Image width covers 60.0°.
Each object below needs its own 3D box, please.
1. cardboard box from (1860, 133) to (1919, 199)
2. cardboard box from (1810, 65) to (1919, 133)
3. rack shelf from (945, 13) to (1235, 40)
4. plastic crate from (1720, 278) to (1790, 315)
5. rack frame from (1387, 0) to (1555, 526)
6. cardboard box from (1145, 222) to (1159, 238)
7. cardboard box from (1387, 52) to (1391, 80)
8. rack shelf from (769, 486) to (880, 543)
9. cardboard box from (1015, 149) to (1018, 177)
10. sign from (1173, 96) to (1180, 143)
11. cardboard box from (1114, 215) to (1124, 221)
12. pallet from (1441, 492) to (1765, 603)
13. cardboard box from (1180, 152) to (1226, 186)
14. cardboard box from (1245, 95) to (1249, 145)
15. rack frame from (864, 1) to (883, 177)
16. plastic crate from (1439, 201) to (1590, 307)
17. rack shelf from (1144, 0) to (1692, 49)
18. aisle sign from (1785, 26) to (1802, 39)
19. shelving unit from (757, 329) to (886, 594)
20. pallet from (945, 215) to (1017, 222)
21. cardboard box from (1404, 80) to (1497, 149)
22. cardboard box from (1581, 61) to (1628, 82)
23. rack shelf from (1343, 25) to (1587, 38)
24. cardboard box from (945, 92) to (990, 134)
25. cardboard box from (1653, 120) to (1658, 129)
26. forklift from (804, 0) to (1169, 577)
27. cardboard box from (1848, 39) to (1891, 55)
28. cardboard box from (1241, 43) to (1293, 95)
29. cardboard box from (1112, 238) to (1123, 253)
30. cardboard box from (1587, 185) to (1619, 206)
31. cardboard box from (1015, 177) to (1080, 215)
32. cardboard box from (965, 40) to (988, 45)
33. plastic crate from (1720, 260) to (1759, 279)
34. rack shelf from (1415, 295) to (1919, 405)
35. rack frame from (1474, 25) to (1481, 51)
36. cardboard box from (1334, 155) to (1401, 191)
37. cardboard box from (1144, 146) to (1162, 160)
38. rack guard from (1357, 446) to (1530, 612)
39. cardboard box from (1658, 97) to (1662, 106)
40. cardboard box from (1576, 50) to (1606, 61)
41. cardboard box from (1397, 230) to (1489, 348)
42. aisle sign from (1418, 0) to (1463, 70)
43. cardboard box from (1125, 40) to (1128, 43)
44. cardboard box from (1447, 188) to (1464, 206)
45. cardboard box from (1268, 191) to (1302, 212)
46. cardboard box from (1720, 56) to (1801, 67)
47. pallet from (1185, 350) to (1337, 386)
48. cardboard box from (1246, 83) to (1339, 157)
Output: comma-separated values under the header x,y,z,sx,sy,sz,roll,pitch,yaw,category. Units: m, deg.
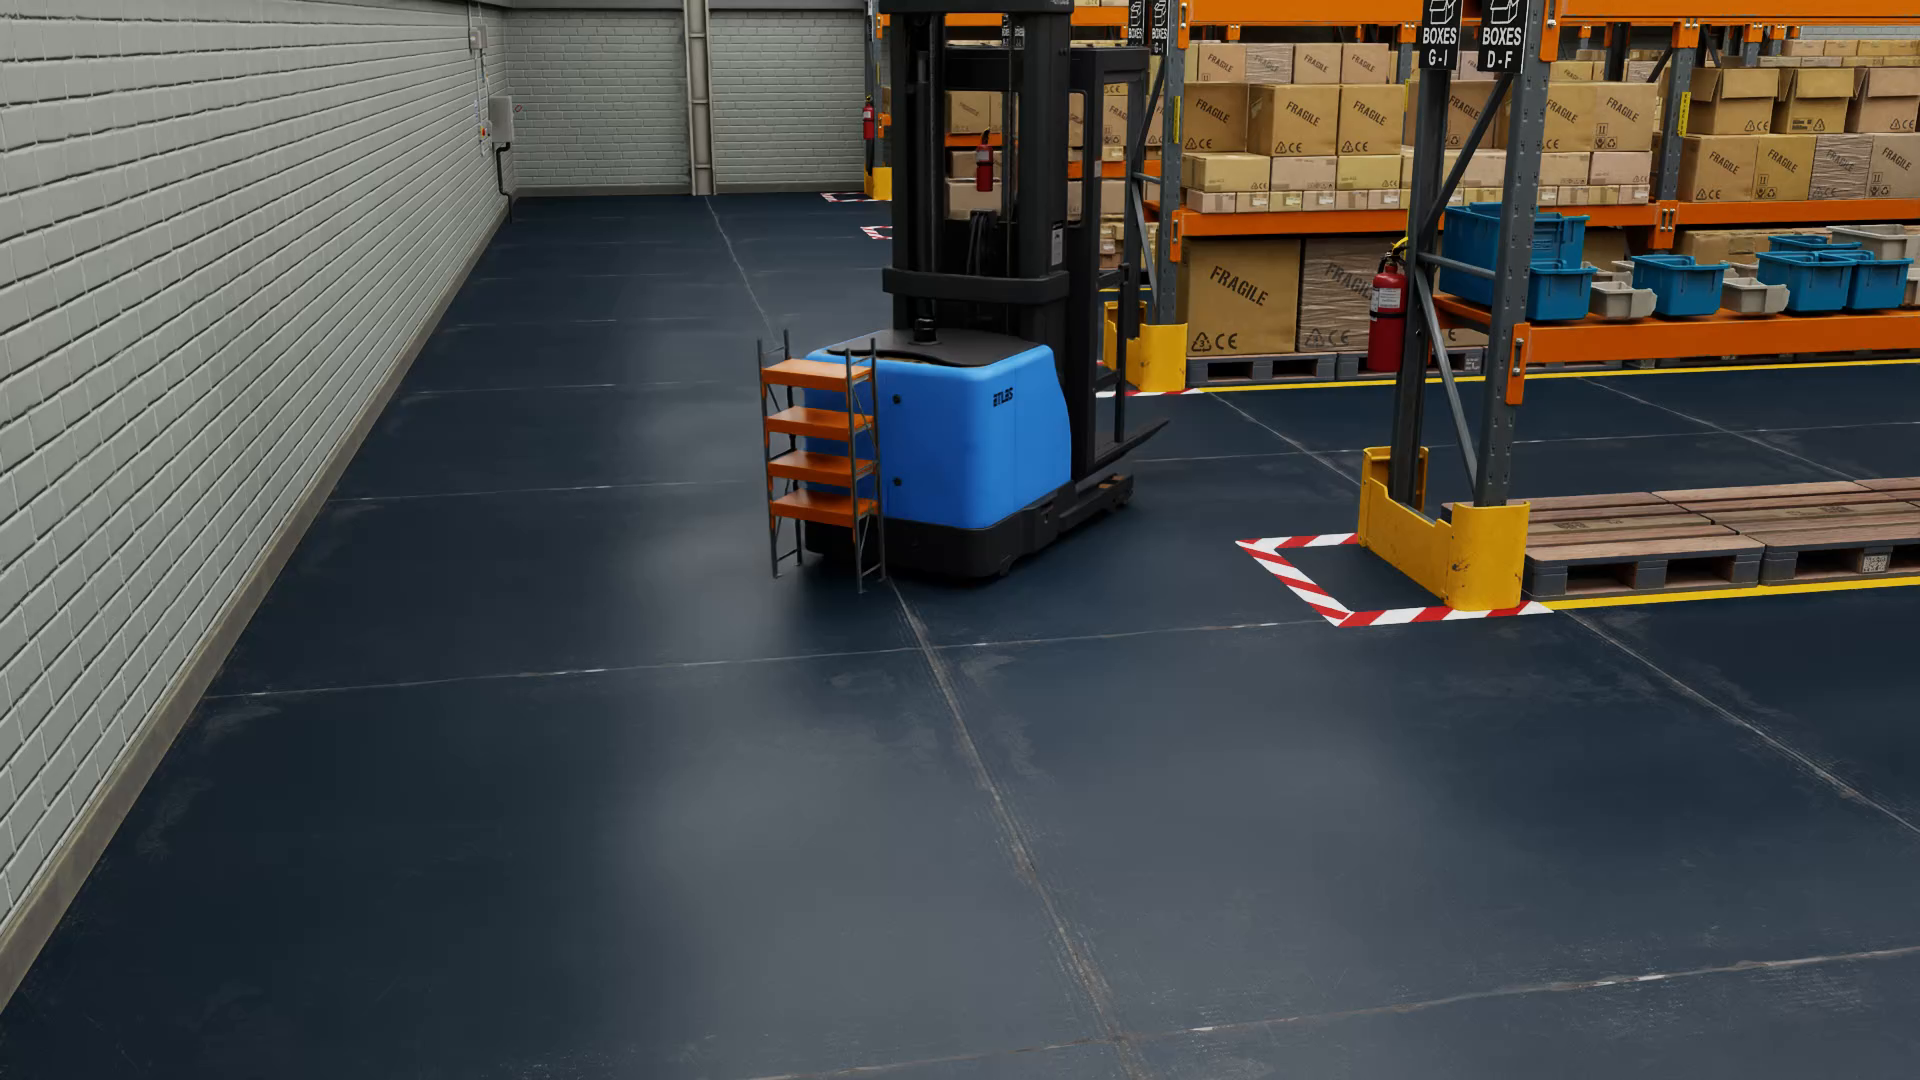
x,y,z,sx,sy,sz,roll,pitch,yaw,category
7.362,-3.019,13.361,0.500,0.500,0.500,-3,17,-9,cardboard box
7.281,-3.570,13.449,0.637,0.503,0.797,-3,17,-9,cardboard box
1.528,-6.767,21.850,4.000,0.370,1.077,-3,17,-10,rack shelf
3.685,-1.134,7.741,0.298,0.136,0.250,-3,17,-10,plastic crate
2.384,-1.281,7.872,0.127,3.000,1.000,-3,17,-10,rack frame
1.929,-3.262,17.451,0.250,0.149,0.380,-4,18,-13,cardboard box
5.472,-6.350,22.502,0.500,0.500,0.500,-4,17,-11,cardboard box
-0.651,-0.126,8.061,0.480,0.148,0.258,9,22,27,rack shelf
1.103,-6.103,27.114,0.500,0.500,0.700,-4,18,-13,cardboard box
1.544,-3.000,11.860,0.005,0.325,0.100,-3,17,-10,sign
1.828,-3.413,17.943,0.250,0.149,0.380,-4,18,-13,cardboard box
3.201,0.018,8.395,1.213,0.211,1.003,-3,17,-10,pallet
1.870,-2.882,12.836,0.500,0.250,0.500,-4,17,-11,cardboard box
3.110,-4.392,17.326,0.500,0.500,0.500,-3,17,-11,cardboard box
-1.381,-6.996,26.480,0.127,3.000,1.000,-3,17,-10,rack frame
2.677,-1.399,8.094,0.499,0.435,0.616,-3,17,-10,plastic crate
3.408,-3.910,12.549,4.000,0.370,1.077,-3,17,-10,rack shelf
14.449,-9.049,28.736,0.004,0.787,0.394,-3,17,-10,aisle sign
-0.658,-0.376,7.972,0.503,1.200,0.258,9,22,27,shelving unit
0.335,-4.299,22.450,1.213,0.211,1.003,-3,17,-10,pallet
3.858,-3.352,13.087,0.500,0.500,0.500,-4,17,-12,cardboard box
8.935,-6.422,23.221,0.500,0.500,0.500,-3,17,-10,cardboard box
8.437,-8.643,27.959,4.000,0.370,1.077,-3,17,-10,rack shelf
0.090,-5.557,21.625,0.500,0.500,0.500,-3,17,-11,cardboard box
7.318,-4.470,17.967,0.250,0.149,0.380,-3,17,-11,cardboard box
0.337,-1.607,9.051,1.130,2.935,3.031,9,19,26,forklift
12.823,-6.906,23.807,0.500,0.500,0.700,-4,17,-12,cardboard box
3.108,-4.876,17.197,0.500,0.500,0.500,-3,17,-9,cardboard box
1.669,-3.117,17.486,0.250,0.149,0.380,-3,17,-10,cardboard box
4.881,-2.685,12.873,0.250,0.149,0.380,-3,17,-9,cardboard box
1.090,-4.660,22.524,0.875,0.438,0.875,-3,17,-9,cardboard box
0.209,-6.376,21.484,0.250,0.149,0.380,-3,17,-9,cardboard box
3.994,-1.337,8.403,0.250,0.136,0.298,-3,17,-10,plastic crate
4.348,-1.048,8.340,4.000,0.370,1.077,-3,17,-10,rack shelf
7.419,-6.011,23.273,0.127,3.000,1.000,-3,17,-10,rack frame
2.970,-2.786,12.521,0.500,0.250,0.500,-4,17,-12,cardboard box
1.999,-4.035,17.268,0.250,0.149,0.380,-3,17,-11,cardboard box
2.363,-0.081,8.223,0.348,0.500,1.175,-3,17,-10,rack guard
7.559,-4.767,17.923,0.250,0.149,0.380,-3,17,-9,cardboard box
8.972,-6.884,23.619,0.250,0.149,0.380,-4,18,-13,cardboard box
3.825,-2.052,13.289,0.875,0.875,0.875,-3,17,-10,cardboard box
2.258,-2.604,7.752,0.004,0.787,0.394,-3,17,-10,aisle sign
2.239,-6.477,21.812,0.250,0.149,0.380,-3,17,-11,cardboard box
3.623,-2.614,12.642,0.250,0.149,0.380,-3,17,-10,cardboard box
2.358,-2.542,12.407,0.250,0.149,0.380,-4,17,-12,cardboard box
8.900,-5.137,18.556,0.500,0.500,0.700,-3,17,-11,cardboard box
2.215,-1.442,13.149,1.213,0.211,1.003,-3,17,-10,pallet
2.458,-3.114,12.313,0.500,0.500,0.500,-4,17,-12,cardboard box
